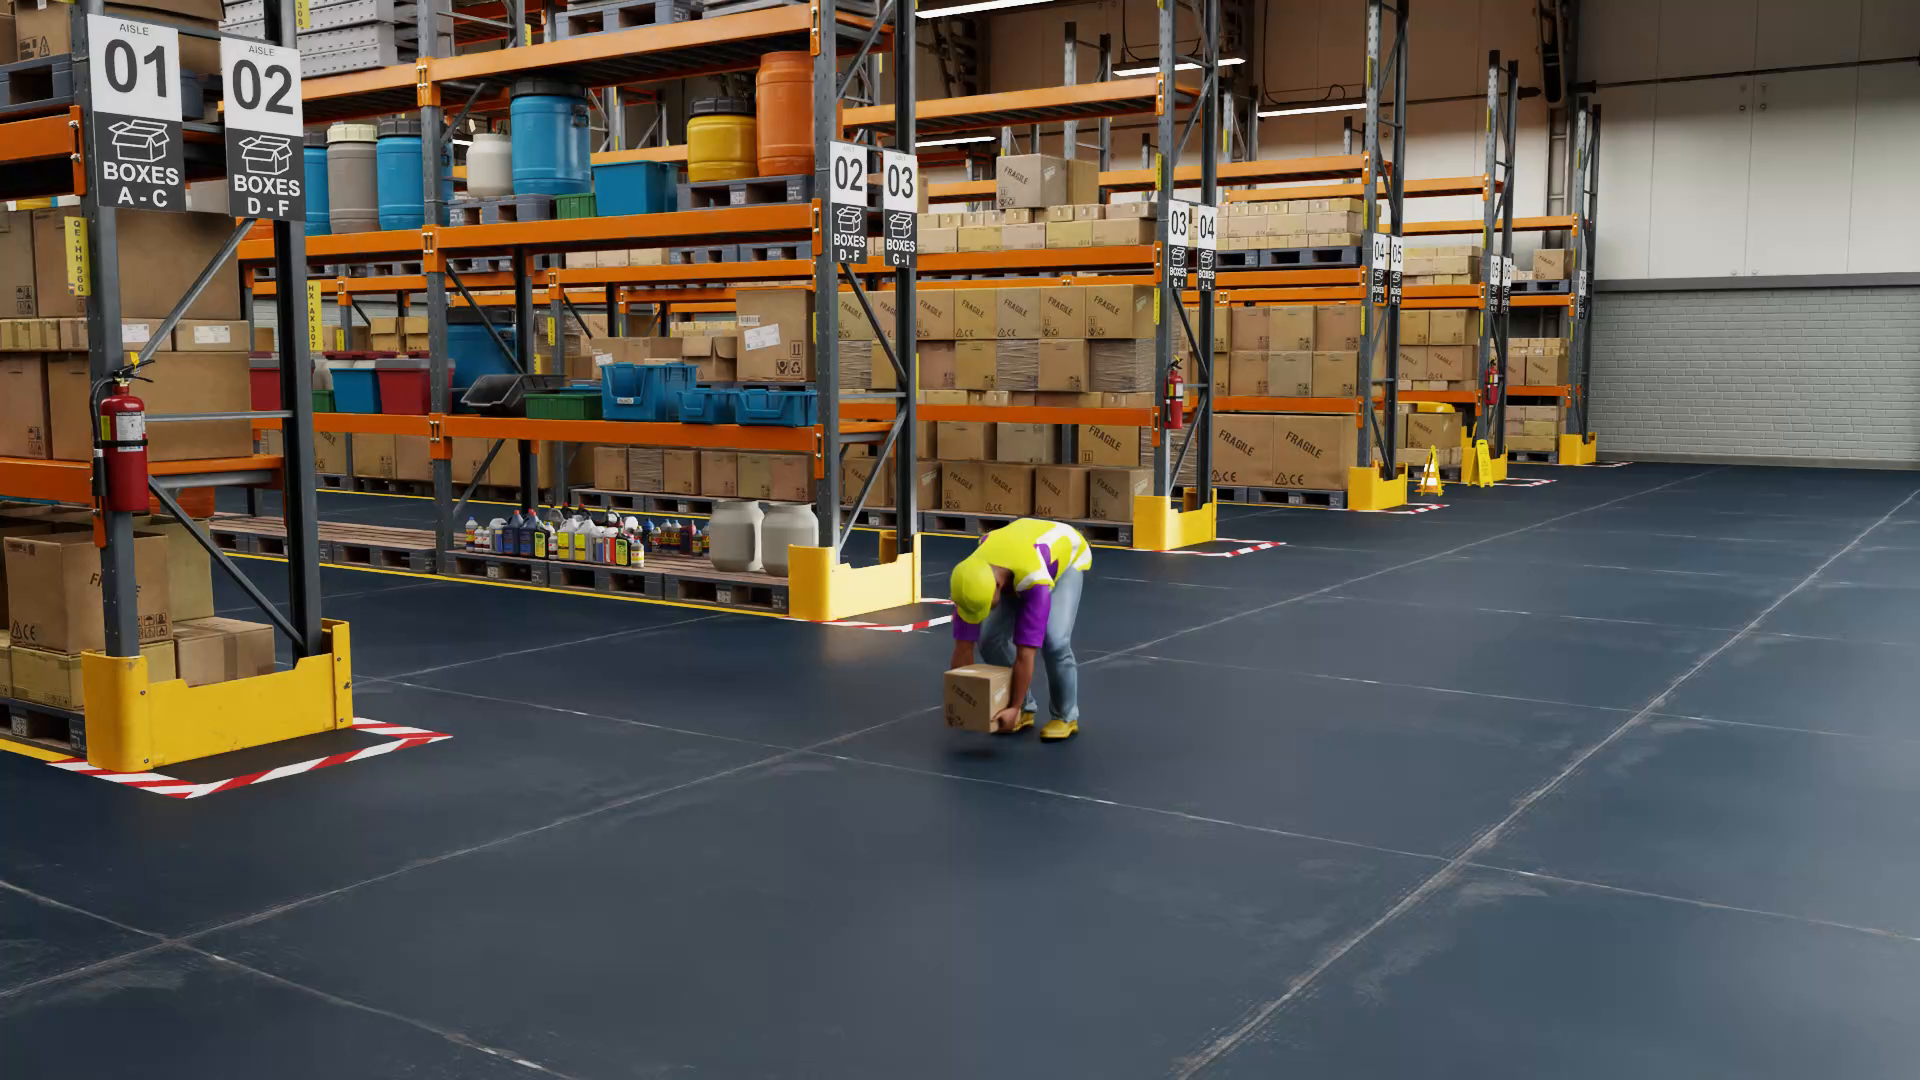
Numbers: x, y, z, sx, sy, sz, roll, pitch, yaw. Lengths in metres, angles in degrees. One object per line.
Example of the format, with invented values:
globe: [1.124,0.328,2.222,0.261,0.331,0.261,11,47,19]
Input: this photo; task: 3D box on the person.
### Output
person: [0.257,0.428,7.683,0.492,1.018,0.977,4,7,31]
